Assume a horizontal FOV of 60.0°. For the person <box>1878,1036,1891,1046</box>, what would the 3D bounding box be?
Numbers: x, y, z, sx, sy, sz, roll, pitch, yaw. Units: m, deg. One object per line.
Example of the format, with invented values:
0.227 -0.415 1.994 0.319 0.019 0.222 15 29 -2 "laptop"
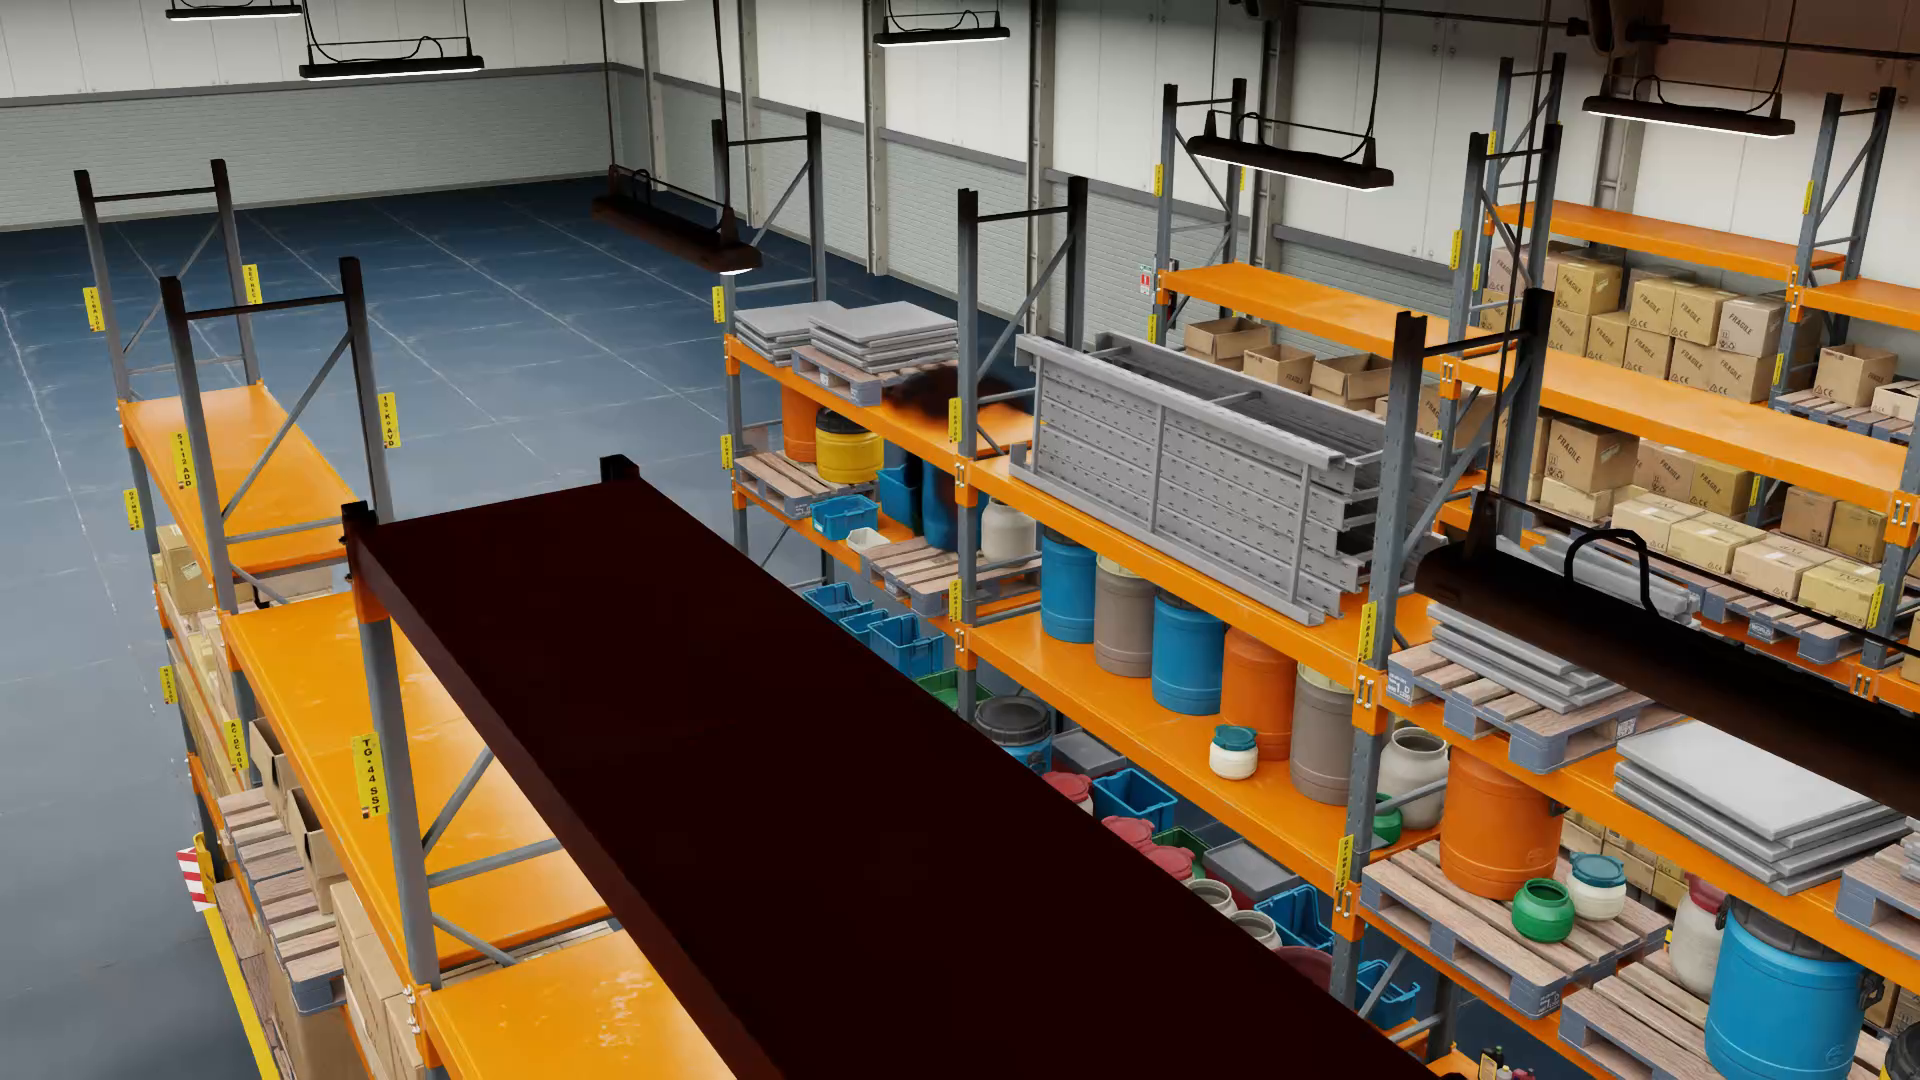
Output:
5.370 3.722 9.870 0.638 1.736 0.785 -11 24 -26 "person"
